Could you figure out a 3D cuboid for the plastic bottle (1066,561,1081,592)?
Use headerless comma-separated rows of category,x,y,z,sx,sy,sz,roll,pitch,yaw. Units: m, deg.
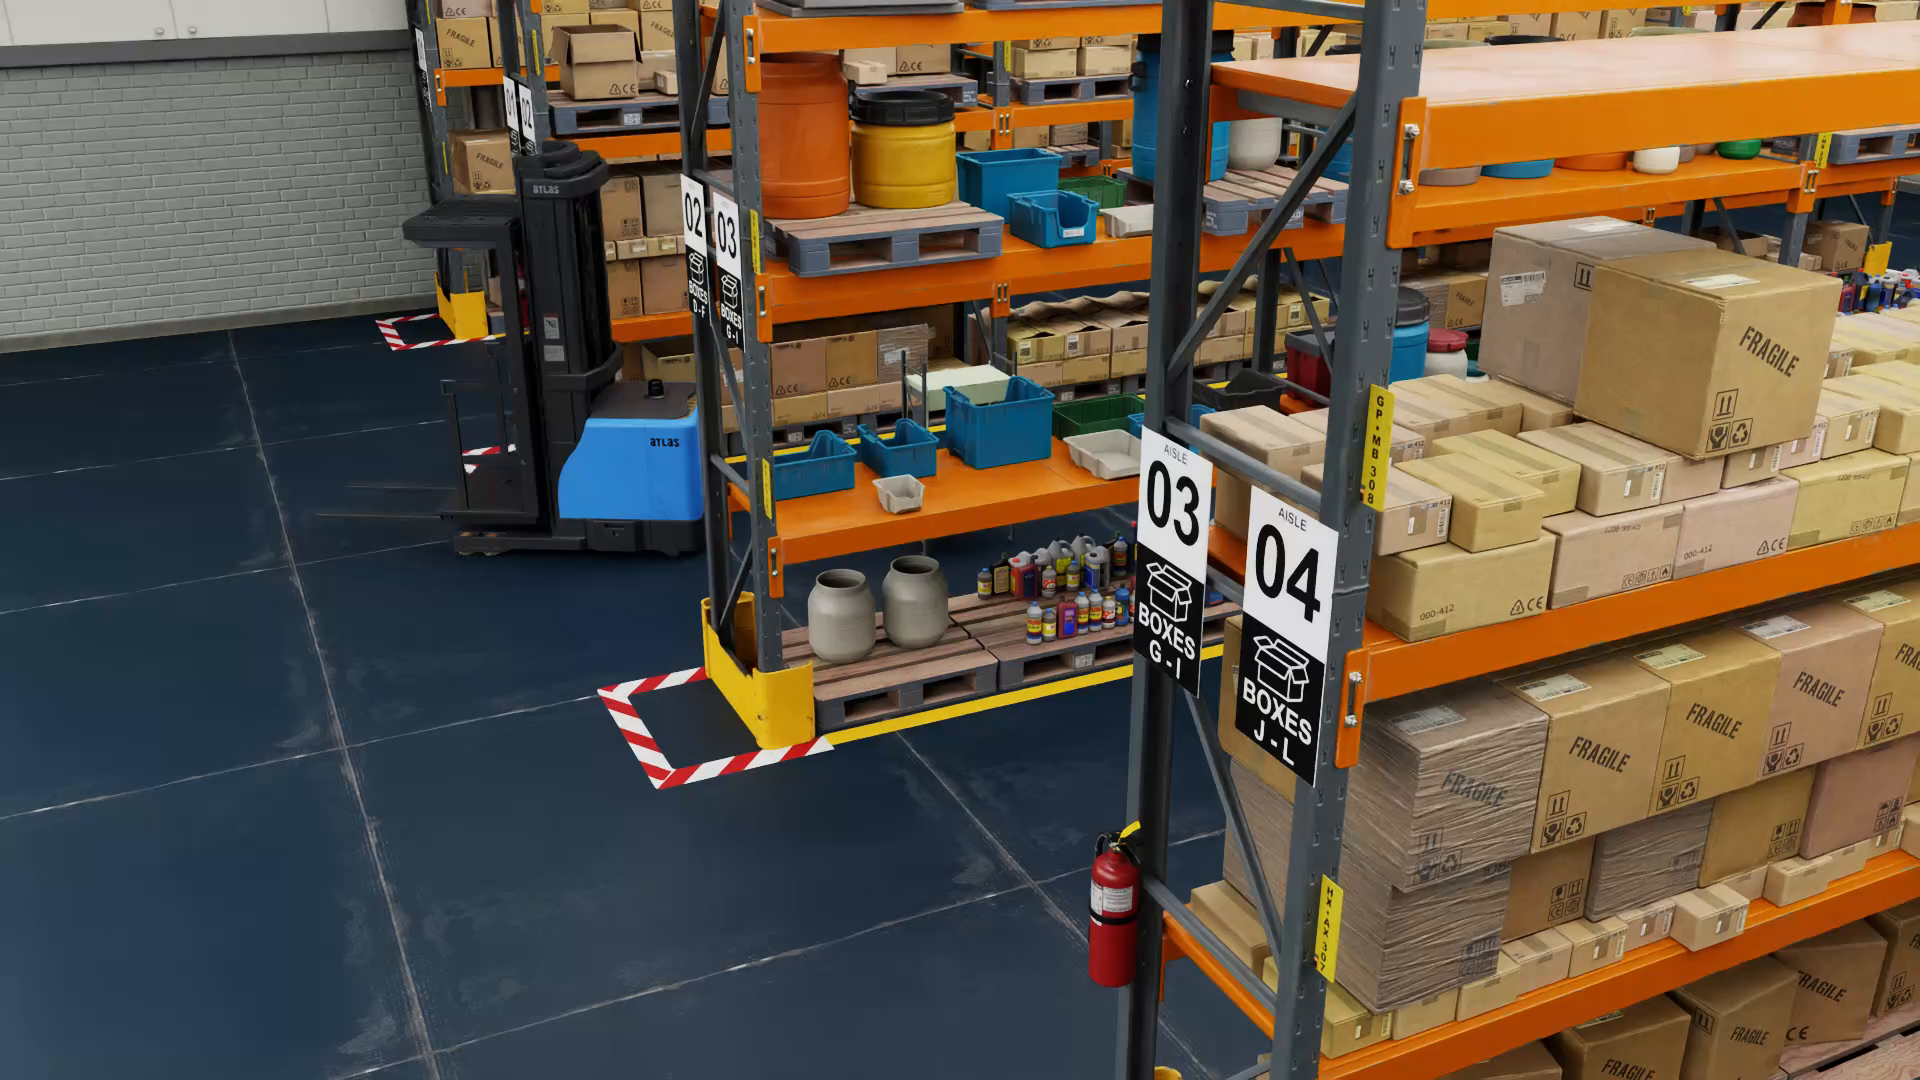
plastic bottle,0.772,0.240,11.332,0.097,0.201,0.097,0,22,0

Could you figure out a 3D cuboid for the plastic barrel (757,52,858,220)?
plastic barrel,-0.914,-2.247,9.224,0.708,0.830,0.600,-10,25,-24

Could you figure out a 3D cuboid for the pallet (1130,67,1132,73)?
pallet,2.188,-4.348,15.656,1.213,0.211,1.003,-9,24,-21

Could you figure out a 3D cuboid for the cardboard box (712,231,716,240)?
cardboard box,-2.065,-2.560,14.035,0.250,0.149,0.380,-11,25,-25

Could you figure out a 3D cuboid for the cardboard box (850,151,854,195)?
cardboard box,-1.140,-3.118,14.534,0.500,0.500,0.700,-10,25,-24

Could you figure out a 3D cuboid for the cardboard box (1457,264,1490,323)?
cardboard box,5.693,-2.663,17.954,0.500,0.500,0.500,-11,25,-25

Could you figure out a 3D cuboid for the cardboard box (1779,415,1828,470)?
cardboard box,2.591,-0.366,5.464,0.250,0.149,0.380,-11,25,-24

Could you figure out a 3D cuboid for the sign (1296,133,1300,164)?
sign,3.523,-4.063,17.233,0.005,0.325,0.100,-10,25,-24

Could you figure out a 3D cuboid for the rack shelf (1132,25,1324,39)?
rack shelf,3.417,-6.471,21.479,4.000,0.370,1.077,-10,25,-24

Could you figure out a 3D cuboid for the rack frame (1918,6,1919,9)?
rack frame,10.976,-7.478,19.049,0.127,3.000,1.000,-10,25,-24

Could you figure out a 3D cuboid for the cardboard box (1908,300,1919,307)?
cardboard box,4.029,-0.854,6.644,0.250,0.149,0.380,-11,25,-25

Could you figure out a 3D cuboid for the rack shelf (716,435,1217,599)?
rack shelf,0.506,-0.344,10.599,4.000,0.370,1.077,-10,25,-24

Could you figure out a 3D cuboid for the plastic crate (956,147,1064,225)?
plastic crate,0.291,-2.143,10.104,0.575,0.384,0.392,-10,25,-24

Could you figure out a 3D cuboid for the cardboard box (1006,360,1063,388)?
cardboard box,0.634,-1.620,15.789,0.500,0.250,0.500,-11,25,-25

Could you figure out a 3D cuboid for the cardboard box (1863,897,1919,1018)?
cardboard box,4.078,1.713,7.410,0.500,0.500,0.500,-11,25,-25

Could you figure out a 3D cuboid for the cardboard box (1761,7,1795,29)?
cardboard box,8.823,-5.748,18.334,0.500,0.250,0.500,-10,25,-24

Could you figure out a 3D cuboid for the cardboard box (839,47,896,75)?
cardboard box,-0.892,-4.237,14.526,0.500,0.311,0.500,-12,25,-26

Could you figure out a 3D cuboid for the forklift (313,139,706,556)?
forklift,-3.390,-1.437,12.388,3.031,2.935,1.130,1,23,3

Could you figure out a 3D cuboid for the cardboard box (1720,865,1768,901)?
cardboard box,2.773,1.211,6.231,0.250,0.149,0.380,-10,25,-24

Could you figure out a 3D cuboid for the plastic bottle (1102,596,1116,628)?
plastic bottle,0.961,0.462,10.795,0.097,0.201,0.097,0,22,0

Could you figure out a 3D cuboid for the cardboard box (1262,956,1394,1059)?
cardboard box,1.212,1.514,5.500,0.250,0.149,0.380,-10,25,-24

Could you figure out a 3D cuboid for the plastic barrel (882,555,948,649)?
plastic barrel,-0.285,0.393,10.583,0.421,0.512,0.421,0,22,0

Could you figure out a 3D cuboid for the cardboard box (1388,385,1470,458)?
cardboard box,1.451,-0.378,5.493,0.250,0.149,0.380,-12,25,-26

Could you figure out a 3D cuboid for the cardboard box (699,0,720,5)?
cardboard box,-2.815,-6.054,18.067,0.500,0.500,0.500,-9,24,-21

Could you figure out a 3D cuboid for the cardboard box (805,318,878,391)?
cardboard box,-1.065,-1.670,14.928,0.500,0.500,0.500,-10,25,-24

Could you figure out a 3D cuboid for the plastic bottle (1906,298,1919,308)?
plastic bottle,7.692,-1.804,13.349,0.135,0.276,0.152,-10,25,-24

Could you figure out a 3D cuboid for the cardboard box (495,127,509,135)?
cardboard box,-4.803,-4.276,18.349,0.500,0.500,0.500,-10,25,-23

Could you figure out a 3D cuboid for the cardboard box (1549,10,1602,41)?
cardboard box,6.293,-5.538,17.474,0.600,0.600,0.600,-11,25,-24

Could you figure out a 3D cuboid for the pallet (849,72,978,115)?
pallet,-0.594,-3.910,14.468,1.213,0.211,1.003,-10,25,-24

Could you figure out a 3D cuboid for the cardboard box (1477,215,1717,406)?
cardboard box,2.139,-0.782,5.623,0.500,0.500,0.500,-10,25,-24

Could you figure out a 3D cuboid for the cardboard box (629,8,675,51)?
cardboard box,-3.281,-5.510,18.060,0.500,0.500,0.500,-11,25,-26

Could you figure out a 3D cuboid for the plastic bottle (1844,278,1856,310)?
plastic bottle,7.435,-2.053,13.940,0.133,0.283,0.061,-10,25,-24

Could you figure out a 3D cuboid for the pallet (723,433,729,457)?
pallet,-2.770,-0.905,14.660,1.213,0.211,1.003,-10,25,-24

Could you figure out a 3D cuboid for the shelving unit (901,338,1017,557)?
shelving unit,-0.006,-0.692,12.460,0.755,1.500,0.431,-10,25,-24

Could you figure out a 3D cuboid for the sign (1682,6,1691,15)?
sign,7.615,-5.659,17.385,0.005,0.325,0.100,-10,25,-24

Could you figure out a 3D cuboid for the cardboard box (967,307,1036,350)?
cardboard box,0.403,-2.064,16.127,0.500,0.311,0.500,-10,25,-24

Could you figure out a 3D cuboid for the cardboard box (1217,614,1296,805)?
cardboard box,1.240,0.541,5.695,0.500,0.500,0.500,-10,25,-24

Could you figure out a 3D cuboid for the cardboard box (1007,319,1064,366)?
cardboard box,0.643,-1.881,15.685,0.500,0.311,0.500,-10,25,-23

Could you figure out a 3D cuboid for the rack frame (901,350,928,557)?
rack frame,-0.336,-0.631,12.314,0.023,1.500,0.400,-10,25,-24

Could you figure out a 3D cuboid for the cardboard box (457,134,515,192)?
cardboard box,-5.033,-4.020,17.730,0.500,0.500,0.500,-10,25,-24

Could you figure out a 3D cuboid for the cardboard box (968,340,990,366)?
cardboard box,0.411,-1.808,16.241,0.500,0.250,0.500,-11,25,-24

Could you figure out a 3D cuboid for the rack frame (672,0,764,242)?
rack frame,-1.296,-3.116,8.512,0.127,3.000,1.000,-10,25,-24

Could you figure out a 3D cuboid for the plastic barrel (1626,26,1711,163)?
plastic barrel,5.078,-3.227,12.048,0.600,0.901,0.600,0,22,0

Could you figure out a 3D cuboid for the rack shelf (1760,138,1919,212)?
rack shelf,7.714,-3.057,13.231,4.000,0.370,1.077,-10,25,-24

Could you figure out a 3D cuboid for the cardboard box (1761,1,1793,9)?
cardboard box,8.753,-6.150,18.324,0.500,0.500,0.700,-10,25,-24

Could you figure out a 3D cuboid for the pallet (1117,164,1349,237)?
pallet,1.700,-2.153,10.355,1.003,0.211,1.213,-10,25,-24

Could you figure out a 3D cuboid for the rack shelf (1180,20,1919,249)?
rack shelf,2.654,-1.407,5.328,4.000,0.370,1.077,-10,25,-24

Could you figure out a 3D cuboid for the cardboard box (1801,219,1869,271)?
cardboard box,10.592,-3.579,20.168,0.500,0.500,0.500,-10,25,-24

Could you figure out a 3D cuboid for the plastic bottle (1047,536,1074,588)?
plastic bottle,0.680,0.136,11.387,0.185,0.351,0.144,-9,24,-21

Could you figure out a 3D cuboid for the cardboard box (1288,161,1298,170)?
cardboard box,4.690,-4.797,22.679,0.750,0.750,0.750,-10,25,-23

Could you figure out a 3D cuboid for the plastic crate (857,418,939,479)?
plastic crate,-0.388,-0.567,10.393,0.408,0.251,0.499,-10,25,-24

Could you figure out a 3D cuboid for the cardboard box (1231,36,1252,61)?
cardboard box,2.398,-4.611,15.692,0.500,0.250,0.500,-11,25,-25

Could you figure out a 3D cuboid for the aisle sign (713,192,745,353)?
aisle sign,-1.234,-1.432,8.890,0.004,0.787,0.394,-10,25,-24

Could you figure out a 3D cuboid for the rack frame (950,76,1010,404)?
rack frame,0.163,-2.715,15.388,0.127,3.000,1.000,-10,25,-24

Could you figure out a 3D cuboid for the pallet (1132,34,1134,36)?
pallet,2.172,-6.509,20.878,1.003,0.211,1.213,-9,24,-21

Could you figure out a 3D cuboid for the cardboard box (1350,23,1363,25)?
cardboard box,4.163,-5.343,16.376,0.500,0.500,0.500,-10,25,-24

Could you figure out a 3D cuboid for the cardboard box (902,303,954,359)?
cardboard box,-0.391,-2.016,15.765,0.500,0.500,0.500,-10,25,-24

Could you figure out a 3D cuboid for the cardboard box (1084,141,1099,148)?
cardboard box,1.798,-5.121,21.502,0.250,0.149,0.380,-10,25,-23

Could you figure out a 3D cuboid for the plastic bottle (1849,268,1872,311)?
plastic bottle,7.570,-2.117,14.007,0.185,0.351,0.144,-10,25,-24

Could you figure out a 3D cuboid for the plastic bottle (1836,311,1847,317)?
plastic bottle,6.859,-1.651,12.979,0.135,0.276,0.152,-10,25,-24
